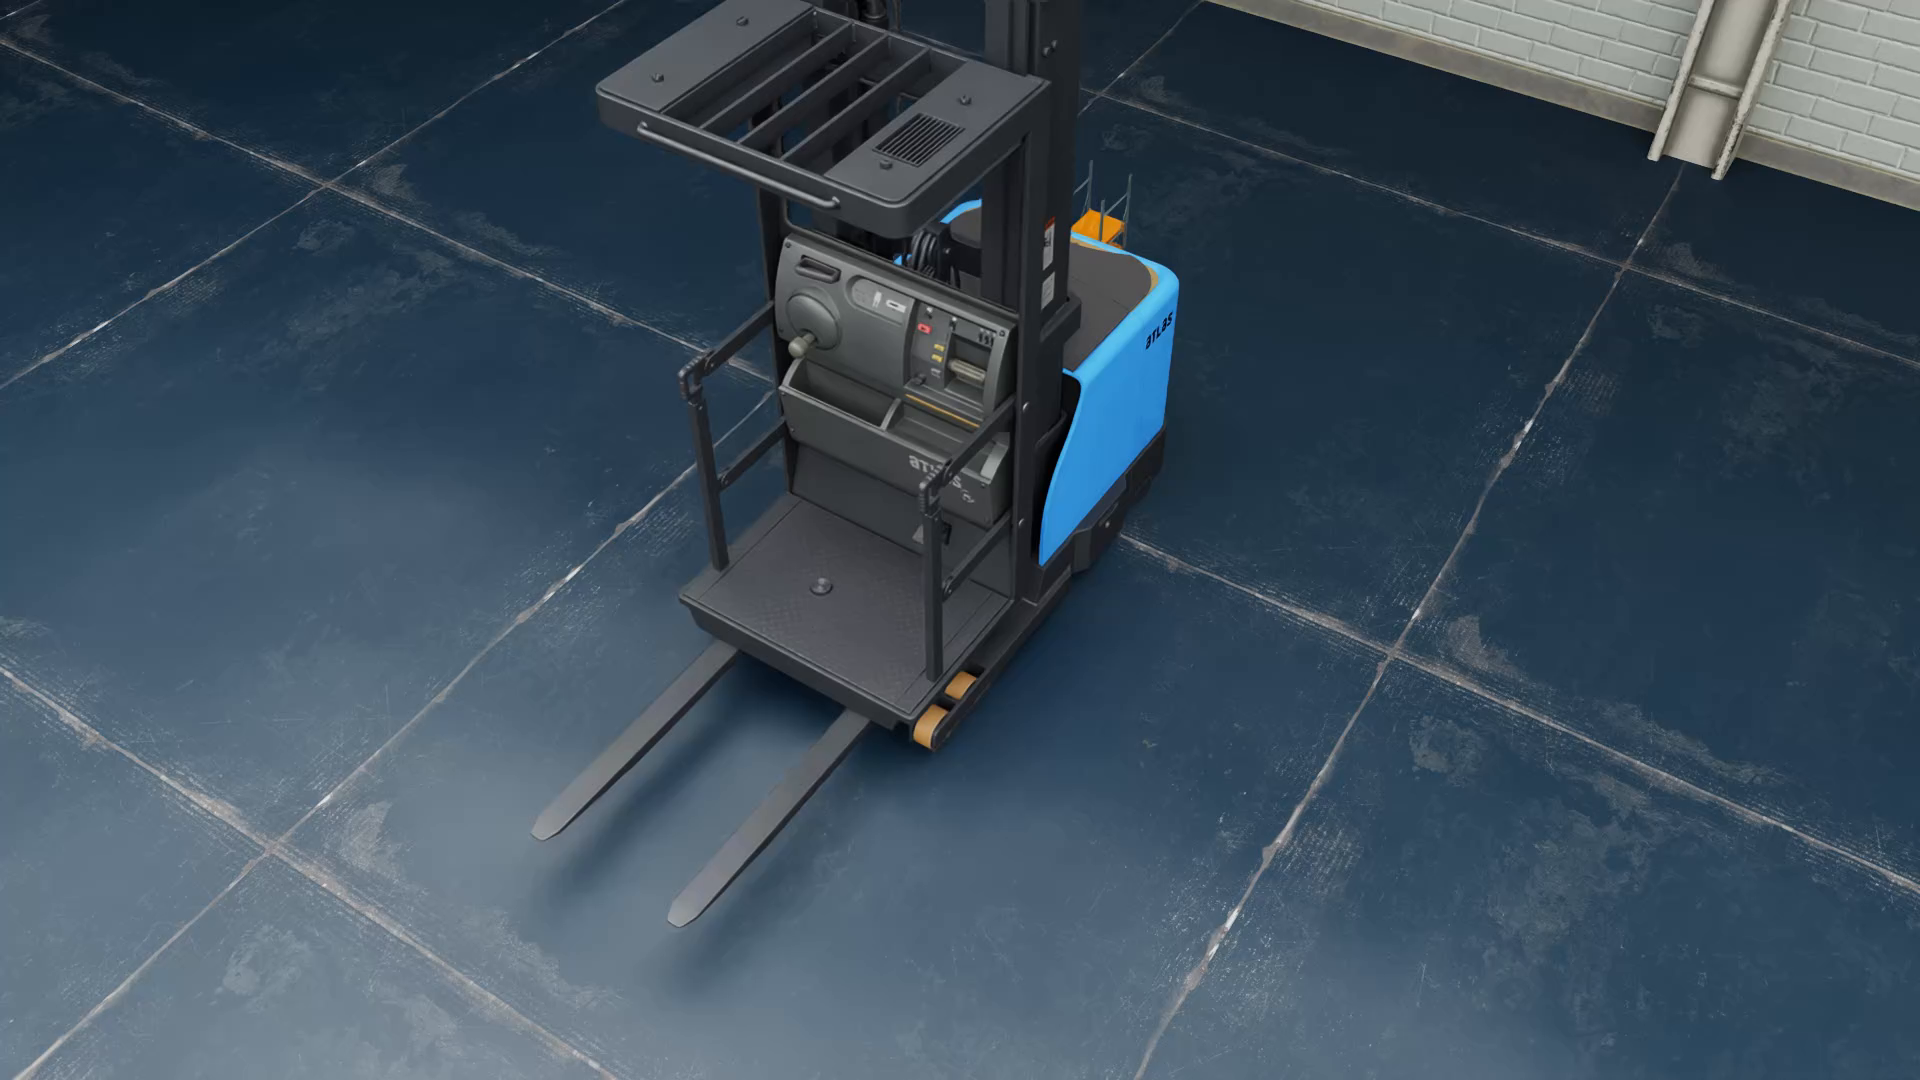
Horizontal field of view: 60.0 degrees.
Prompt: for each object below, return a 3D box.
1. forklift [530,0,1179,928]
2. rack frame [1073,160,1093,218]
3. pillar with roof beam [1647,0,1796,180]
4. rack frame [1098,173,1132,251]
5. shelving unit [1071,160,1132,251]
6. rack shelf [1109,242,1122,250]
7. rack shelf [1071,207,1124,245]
[{"bbox_3d":[-0.358,-0.635,5.545,1.130,2.935,3.031,25,51,23],"label":"forklift"},{"bbox_3d":[0.476,-1.068,7.172,0.006,1.200,0.240,25,51,23],"label":"rack frame"},{"bbox_3d":[1.632,-2.614,3.237,0.400,9.000,9.100,25,51,22],"label":"pillar with roof beam"},{"bbox_3d":[0.628,-0.995,7.101,0.006,1.200,0.240,25,51,23],"label":"rack frame"},{"bbox_3d":[0.552,-1.031,7.136,0.189,1.200,0.258,25,51,23],"label":"shelving unit"},{"bbox_3d":[0.552,-1.168,6.997,0.180,0.103,0.258,25,51,23],"label":"rack shelf"},{"bbox_3d":[0.553,-1.252,6.911,0.180,0.103,0.258,25,51,23],"label":"rack shelf"}]
